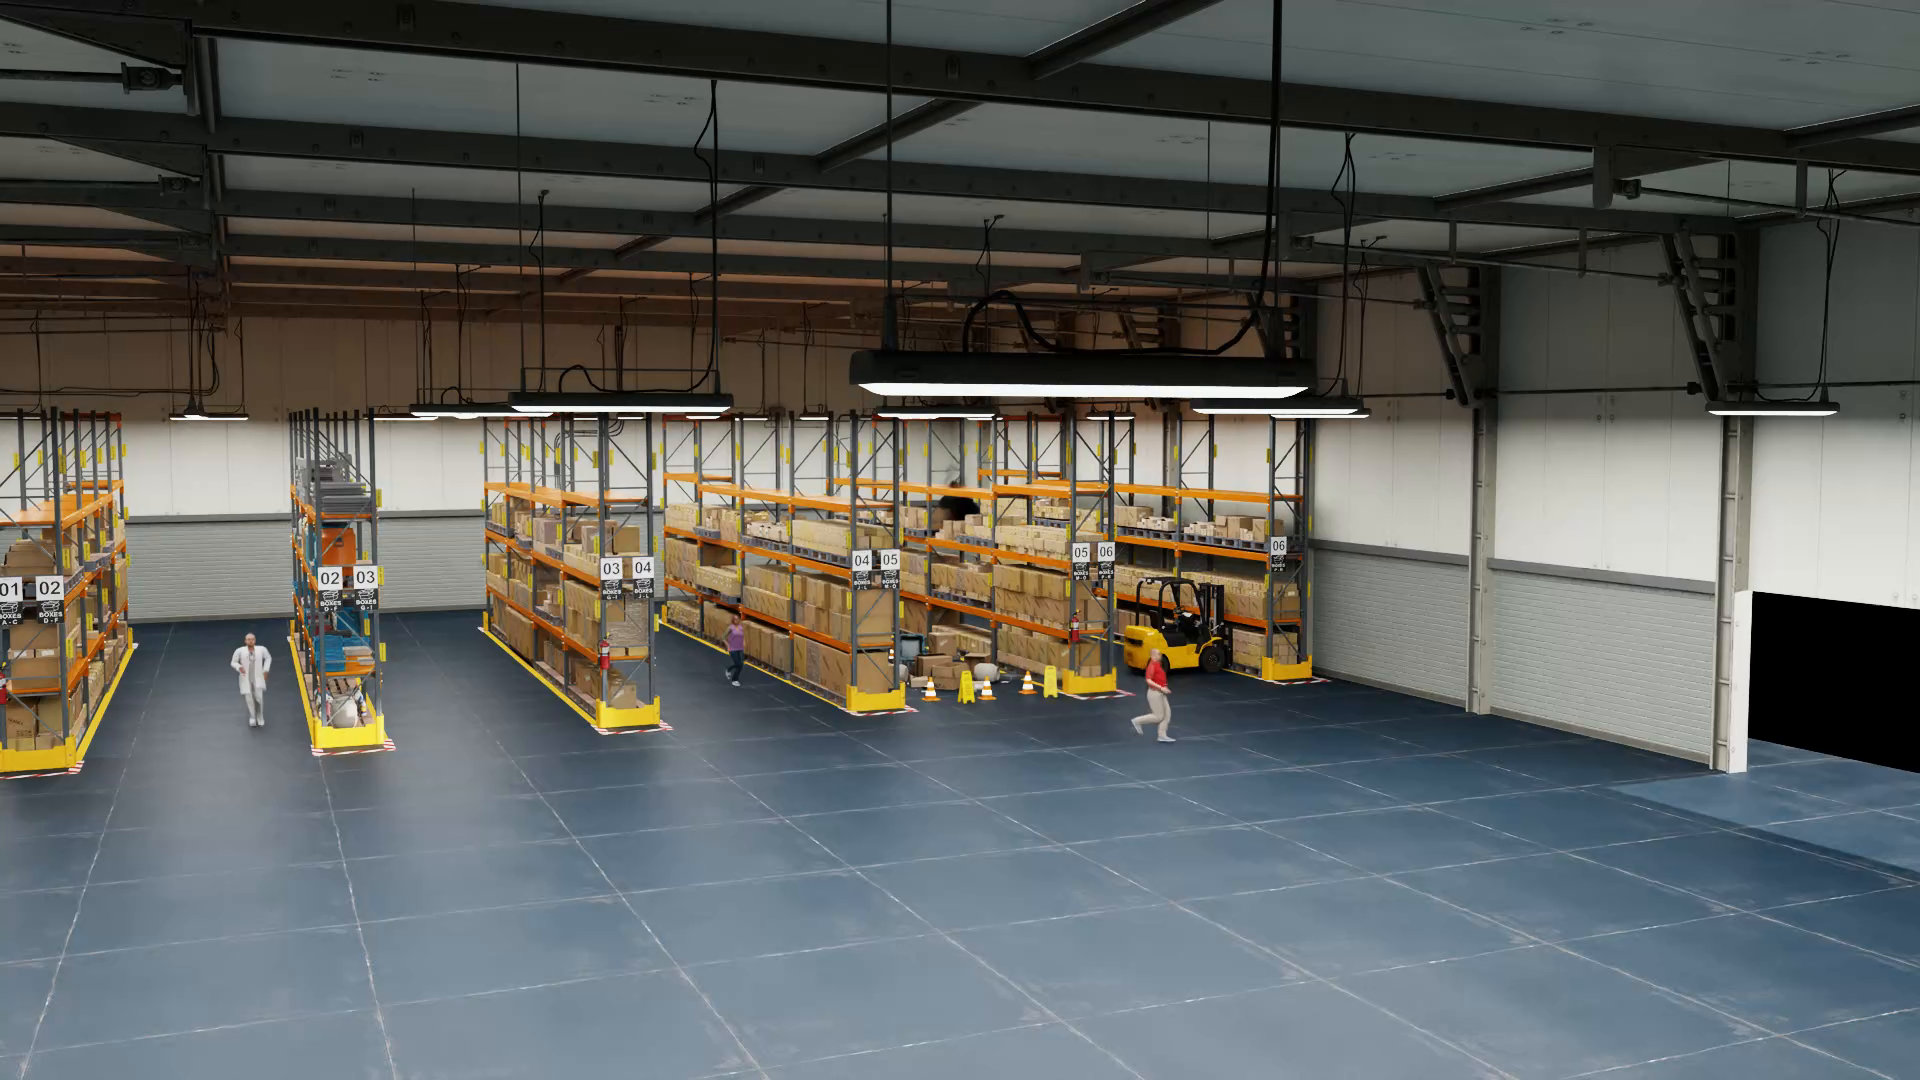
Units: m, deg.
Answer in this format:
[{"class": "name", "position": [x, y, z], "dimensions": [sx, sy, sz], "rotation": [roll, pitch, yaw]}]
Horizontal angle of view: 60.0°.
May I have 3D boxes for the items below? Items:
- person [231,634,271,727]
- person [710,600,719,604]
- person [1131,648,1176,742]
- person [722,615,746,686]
[{"class": "person", "position": [-13.356, 2.652, 31.344], "dimensions": [0.699, 1.775, 0.734], "rotation": [-2, 4, -22]}, {"class": "person", "position": [-7.295, 1.408, 49.193], "dimensions": [0.673, 1.797, 0.685], "rotation": [2, 4, 27]}, {"class": "person", "position": [3.492, 2.788, 29.885], "dimensions": [0.784, 1.696, 0.662], "rotation": [1, 4, 15]}, {"class": "person", "position": [-4.896, 2.409, 36.325], "dimensions": [0.536, 1.555, 0.544], "rotation": [-3, 5, -38]}]
